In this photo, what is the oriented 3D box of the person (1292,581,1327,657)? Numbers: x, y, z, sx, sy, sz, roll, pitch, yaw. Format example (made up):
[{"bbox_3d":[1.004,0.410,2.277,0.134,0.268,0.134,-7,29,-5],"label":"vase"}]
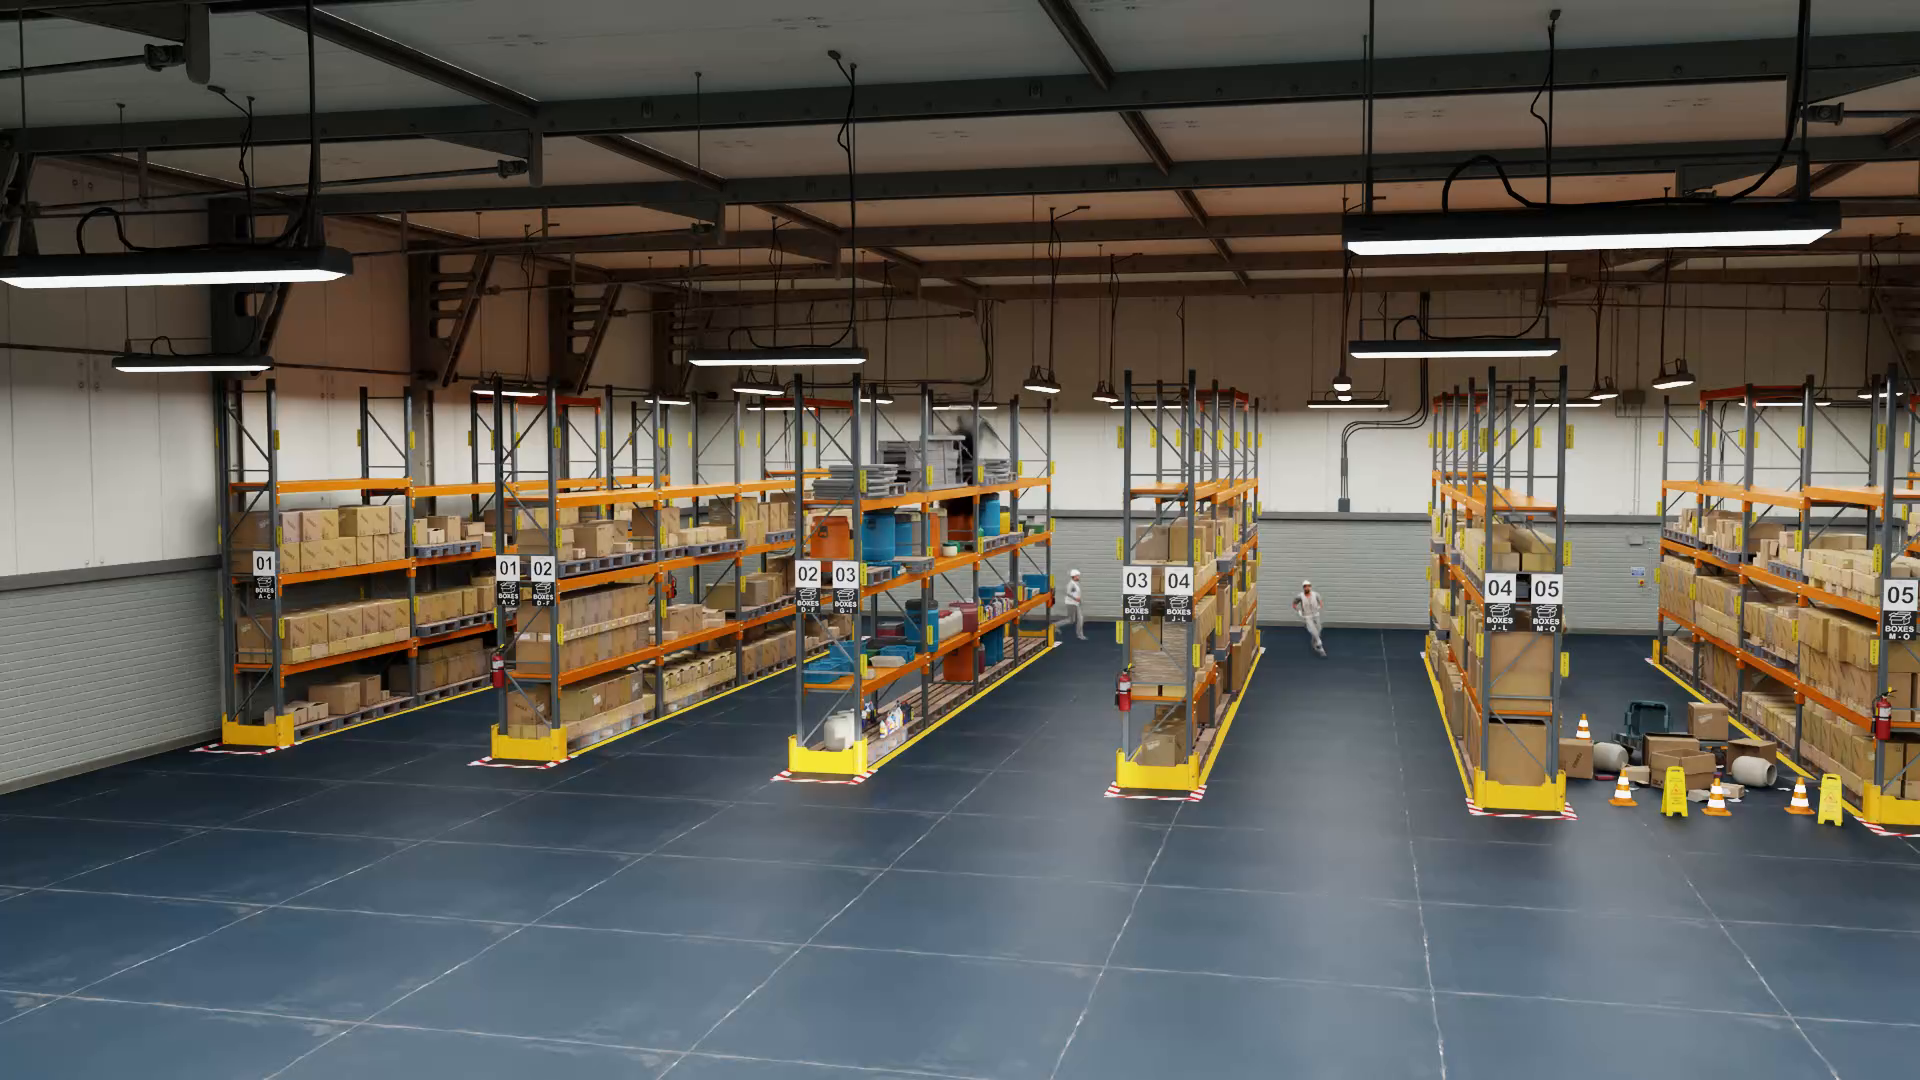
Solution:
[{"bbox_3d":[8.107,1.811,38.658,0.674,1.749,0.952,0,3,-8],"label":"person"}]

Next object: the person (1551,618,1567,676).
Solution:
[{"bbox_3d":[12.340,2.106,34.692,0.583,1.623,0.697,0,3,6],"label":"person"}]

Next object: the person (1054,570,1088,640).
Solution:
[{"bbox_3d":[2.805,1.626,41.816,0.926,1.767,0.683,1,4,19],"label":"person"}]
